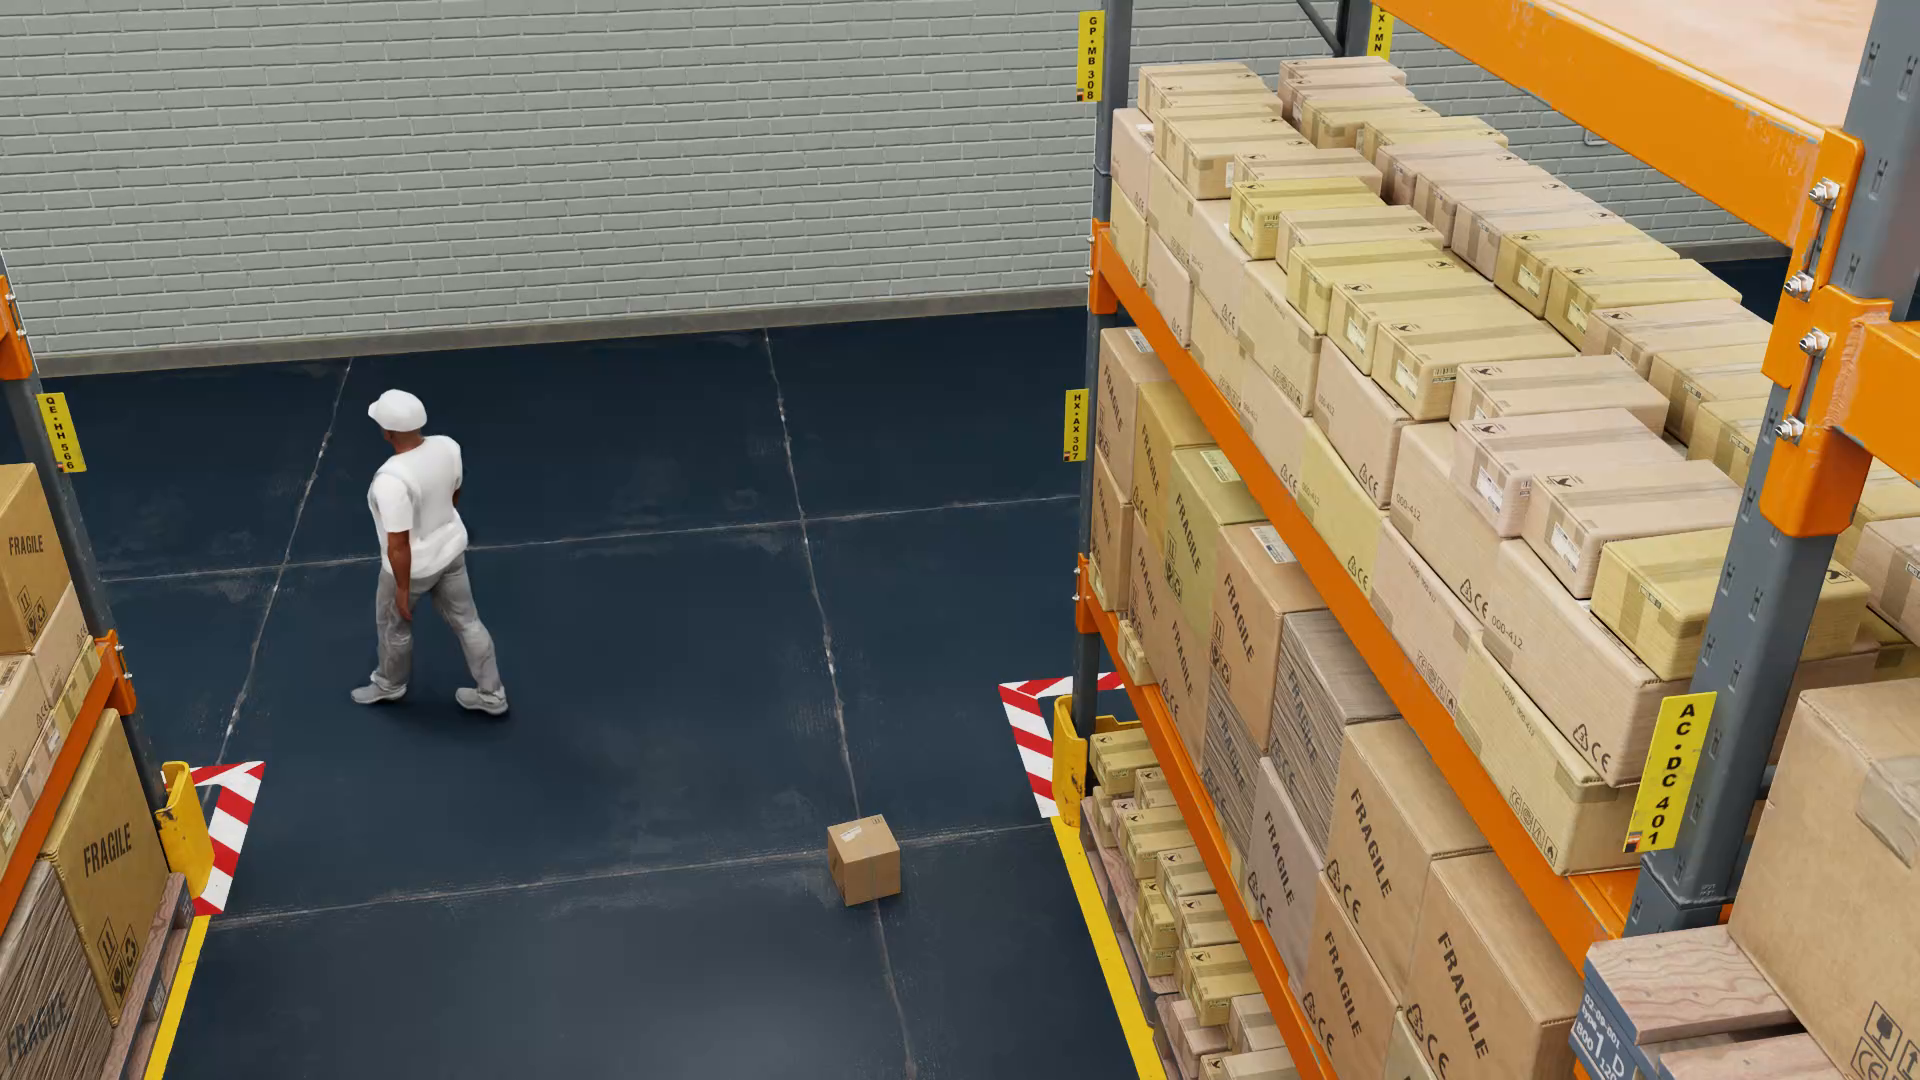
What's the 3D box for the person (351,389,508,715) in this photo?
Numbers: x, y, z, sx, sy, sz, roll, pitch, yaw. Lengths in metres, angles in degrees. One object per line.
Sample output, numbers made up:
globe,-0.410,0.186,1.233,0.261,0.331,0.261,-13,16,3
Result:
person,-2.643,0.057,8.009,0.854,1.766,0.614,15,33,23
